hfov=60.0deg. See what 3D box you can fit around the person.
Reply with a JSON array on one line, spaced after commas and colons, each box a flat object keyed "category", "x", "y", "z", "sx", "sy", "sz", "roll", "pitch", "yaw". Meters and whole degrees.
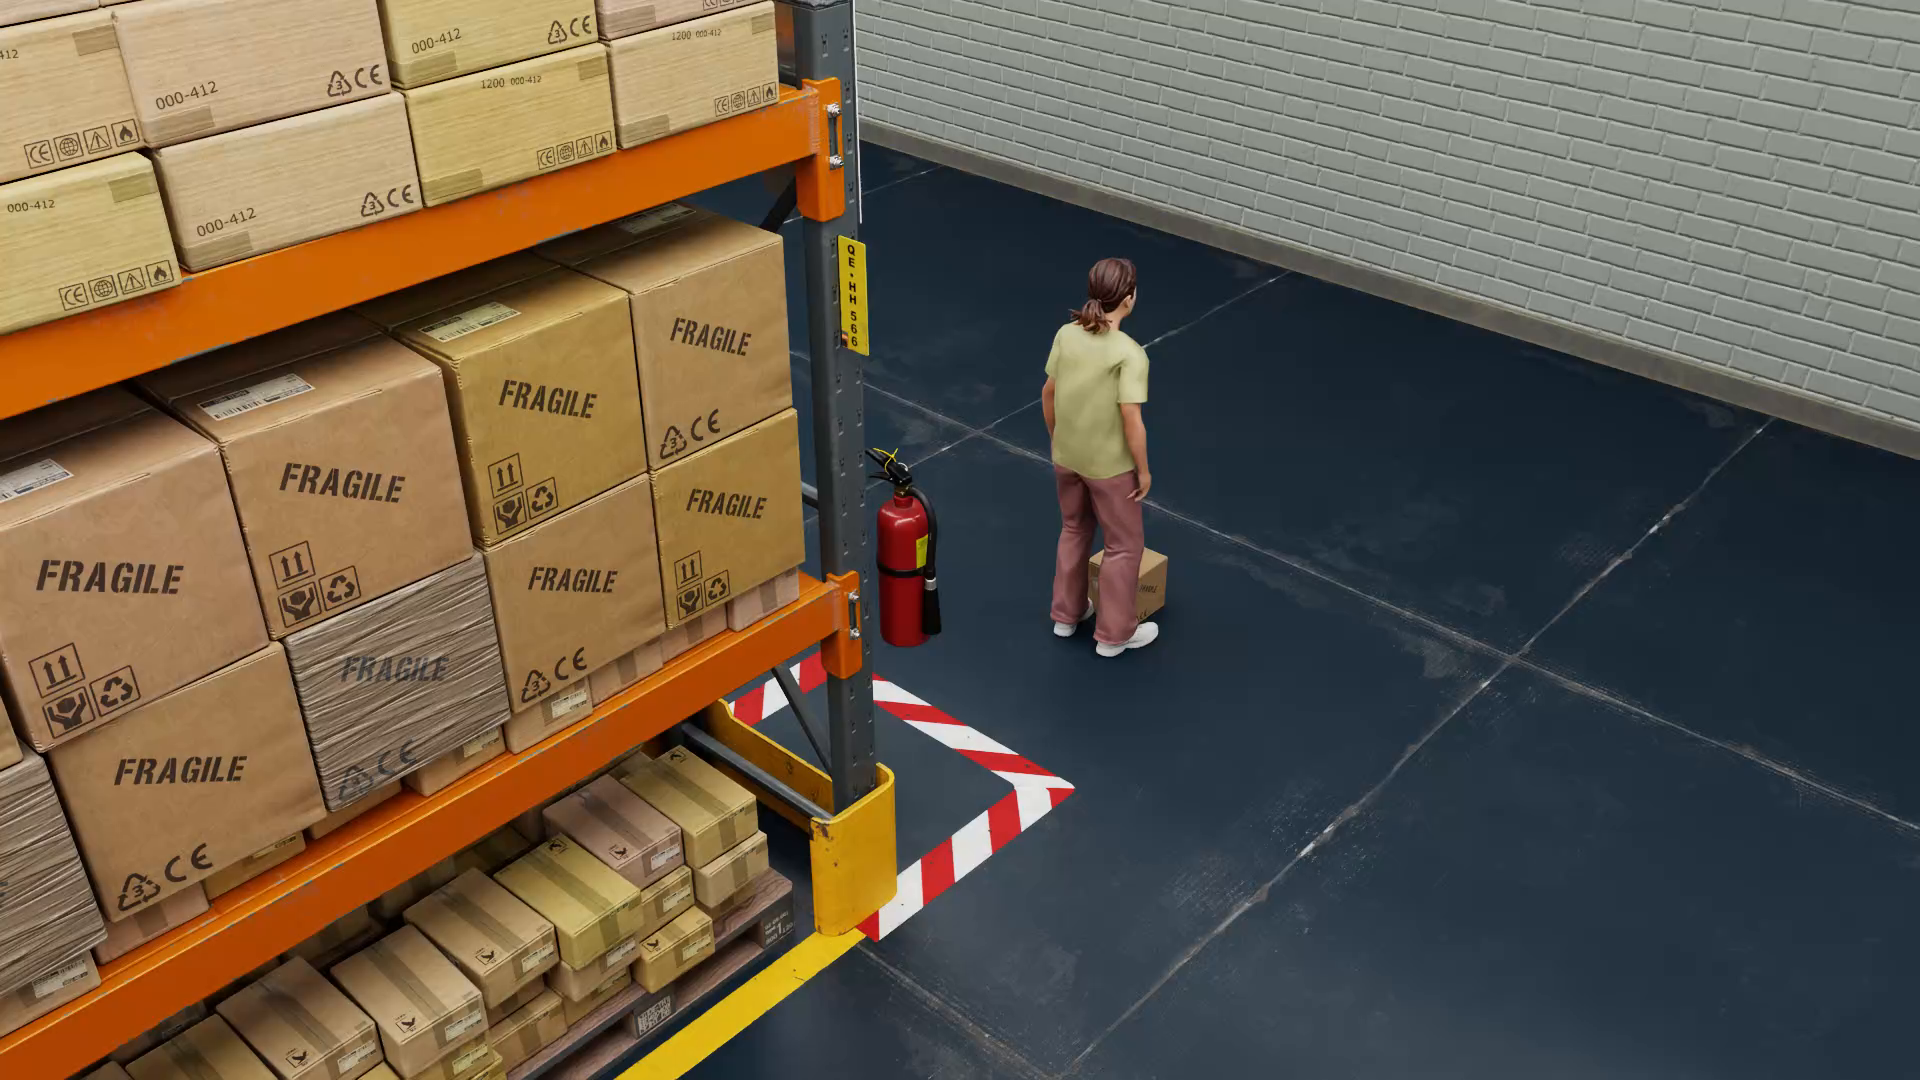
[{"category": "person", "x": 0.560, "y": -0.320, "z": 6.660, "sx": 0.496, "sy": 1.672, "sz": 0.359, "roll": 25, "pitch": 39, "yaw": 35}]
